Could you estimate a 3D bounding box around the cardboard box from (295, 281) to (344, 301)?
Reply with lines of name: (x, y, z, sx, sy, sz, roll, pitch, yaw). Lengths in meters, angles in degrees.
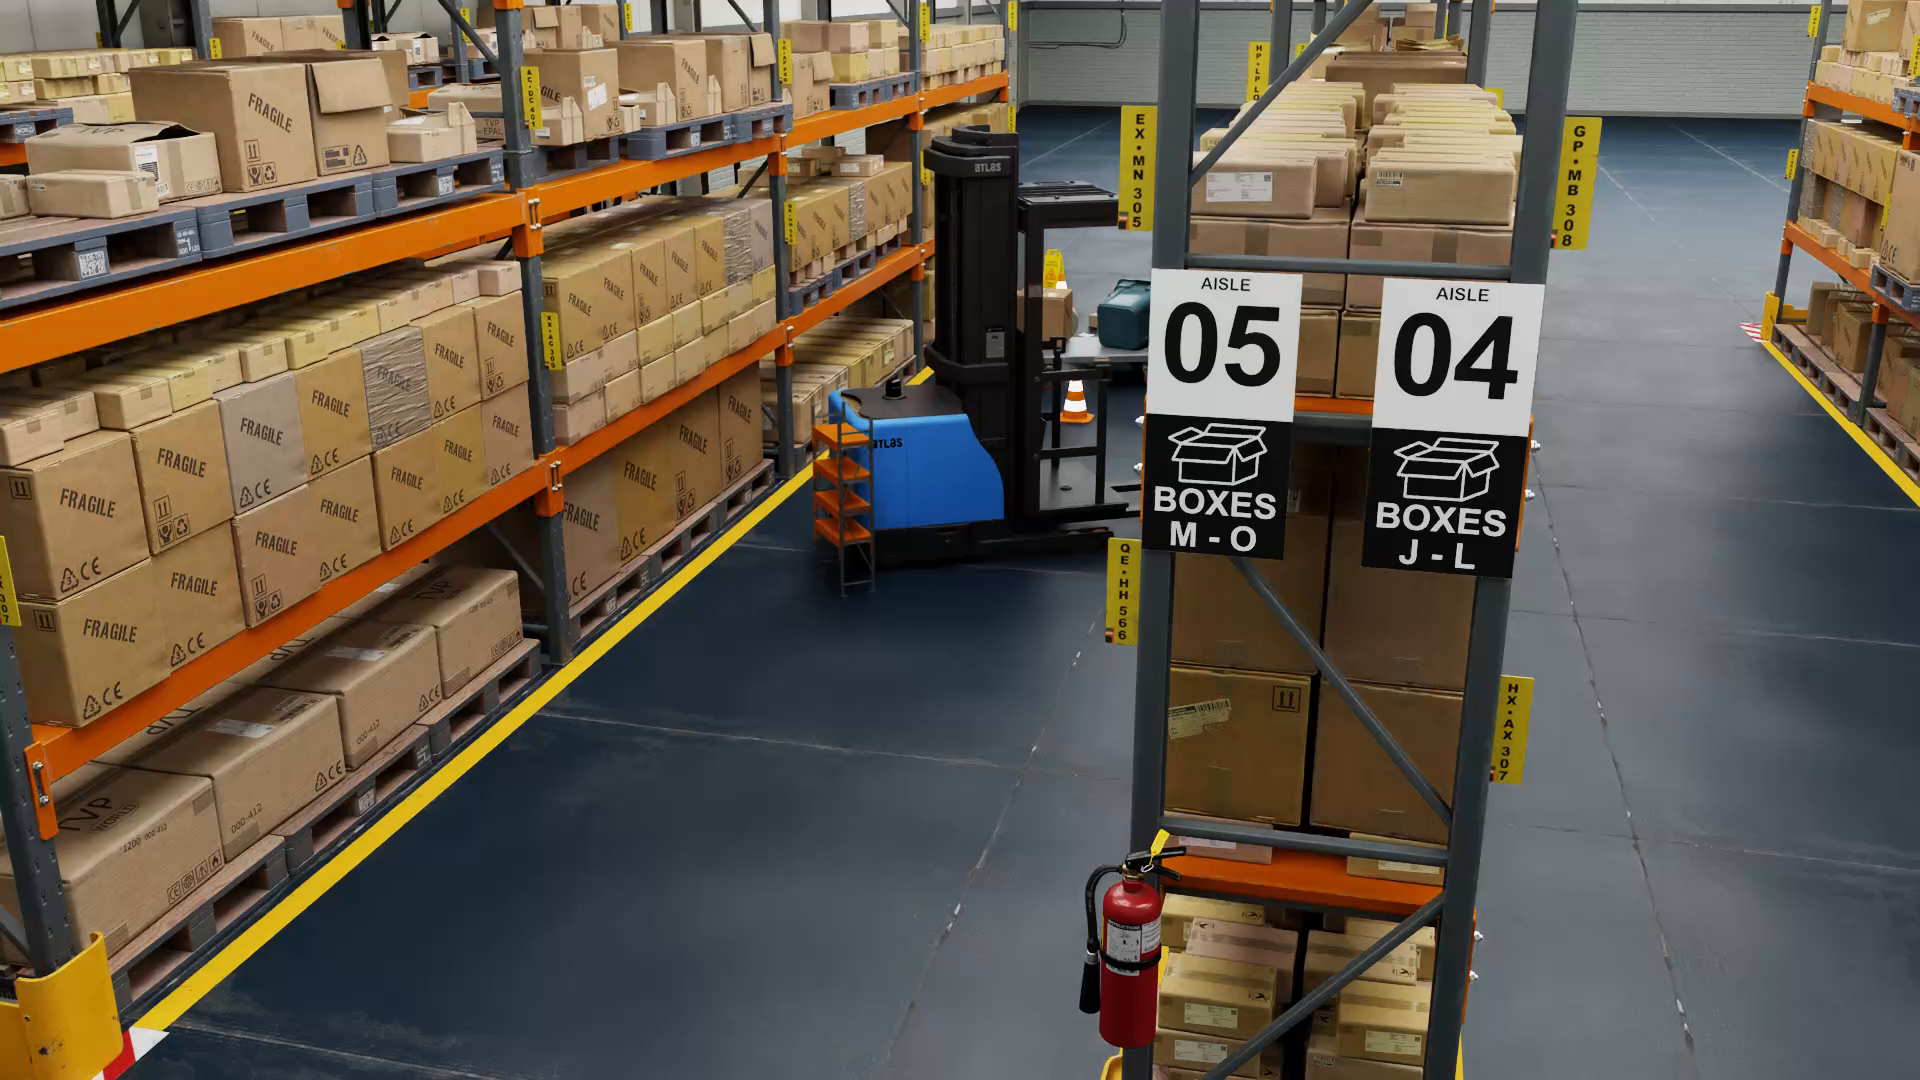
cardboard box: (-3.356, -1.225, 8.428, 0.380, 0.149, 0.250, 5, 19, 13)

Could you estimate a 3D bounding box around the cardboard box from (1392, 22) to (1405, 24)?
cardboard box: (4.576, -5.045, 16.644, 0.500, 0.250, 0.500, 4, 19, 13)

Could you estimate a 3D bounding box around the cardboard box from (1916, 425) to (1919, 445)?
cardboard box: (8.284, -0.950, 13.514, 0.700, 0.500, 0.500, 3, 19, 9)

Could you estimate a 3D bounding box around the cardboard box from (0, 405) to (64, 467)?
cardboard box: (-3.461, -0.377, 5.946, 0.380, 0.149, 0.250, 5, 20, 15)

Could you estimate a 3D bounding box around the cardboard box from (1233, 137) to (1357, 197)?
cardboard box: (1.022, -1.152, 5.121, 0.380, 0.149, 0.250, 4, 19, 12)

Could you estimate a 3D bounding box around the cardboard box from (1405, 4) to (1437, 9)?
cardboard box: (5.040, -5.749, 18.088, 0.380, 0.149, 0.250, 5, 19, 14)

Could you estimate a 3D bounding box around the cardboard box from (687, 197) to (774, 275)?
cardboard box: (-1.734, -2.305, 12.595, 0.500, 0.500, 0.500, 4, 19, 12)

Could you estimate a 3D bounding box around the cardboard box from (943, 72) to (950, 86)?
cardboard box: (-0.323, -4.923, 17.707, 0.380, 0.149, 0.250, 4, 19, 12)

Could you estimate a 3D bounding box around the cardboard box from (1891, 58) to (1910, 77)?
cardboard box: (8.656, -4.263, 15.001, 0.380, 0.149, 0.250, 4, 19, 11)

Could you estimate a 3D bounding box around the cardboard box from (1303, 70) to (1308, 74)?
cardboard box: (2.566, -2.917, 11.292, 0.500, 0.500, 0.500, 5, 19, 13)

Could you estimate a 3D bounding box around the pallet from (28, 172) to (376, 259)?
pallet: (-3.349, -1.455, 7.302, 1.003, 0.211, 1.213, 5, 19, 13)

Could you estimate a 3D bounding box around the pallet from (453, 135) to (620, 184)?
pallet: (-2.662, -2.334, 10.036, 0.805, 0.209, 1.217, 4, 19, 11)

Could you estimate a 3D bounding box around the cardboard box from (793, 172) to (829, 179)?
cardboard box: (-1.532, -3.173, 15.572, 0.500, 0.500, 0.500, 5, 19, 13)

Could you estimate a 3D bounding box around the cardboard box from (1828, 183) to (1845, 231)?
cardboard box: (9.372, -3.391, 16.859, 0.875, 0.500, 0.500, 5, 19, 13)

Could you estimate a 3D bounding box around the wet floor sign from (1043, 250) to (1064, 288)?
wet floor sign: (1.177, -3.336, 20.956, 0.267, 0.644, 0.232, 12, 22, 32)

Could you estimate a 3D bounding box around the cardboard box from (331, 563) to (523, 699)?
cardboard box: (-3.096, 0.488, 9.432, 0.875, 0.438, 0.875, 4, 19, 13)

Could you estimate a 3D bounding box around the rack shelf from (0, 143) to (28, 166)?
rack shelf: (-7.164, -2.811, 12.248, 1.077, 0.370, 4.000, 5, 19, 13)

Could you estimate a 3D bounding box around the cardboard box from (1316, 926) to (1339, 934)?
cardboard box: (1.625, 1.585, 6.668, 0.380, 0.149, 0.250, 5, 19, 14)

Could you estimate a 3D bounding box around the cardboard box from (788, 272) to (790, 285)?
cardboard box: (-1.602, -2.135, 13.536, 0.380, 0.149, 0.250, 4, 19, 10)

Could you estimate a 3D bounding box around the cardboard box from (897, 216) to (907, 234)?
cardboard box: (-0.742, -3.118, 16.415, 0.380, 0.149, 0.250, 5, 19, 14)

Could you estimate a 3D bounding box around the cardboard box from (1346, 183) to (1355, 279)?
cardboard box: (0.998, -1.011, 5.324, 0.500, 0.250, 0.500, 4, 19, 12)

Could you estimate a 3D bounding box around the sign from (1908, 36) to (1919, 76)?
sign: (8.198, -4.143, 14.237, 0.100, 0.325, 0.005, 5, 19, 13)

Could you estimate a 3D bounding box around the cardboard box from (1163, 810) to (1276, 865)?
cardboard box: (0.814, 0.893, 5.320, 0.380, 0.149, 0.250, 5, 19, 13)

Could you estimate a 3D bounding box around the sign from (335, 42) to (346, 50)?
sign: (-3.367, -2.567, 9.134, 0.100, 0.325, 0.005, 5, 19, 13)

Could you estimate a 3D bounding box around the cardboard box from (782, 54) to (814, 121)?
cardboard box: (-1.620, -3.731, 13.674, 0.700, 0.500, 0.500, 5, 19, 13)

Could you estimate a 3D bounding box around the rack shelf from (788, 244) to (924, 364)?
rack shelf: (-1.373, -2.254, 15.259, 1.077, 0.370, 4.000, 5, 19, 13)

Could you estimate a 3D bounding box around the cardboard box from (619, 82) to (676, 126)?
cardboard box: (-2.053, -2.814, 10.702, 0.396, 0.266, 0.258, 6, 20, 18)

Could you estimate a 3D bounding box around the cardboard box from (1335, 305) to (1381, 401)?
cardboard box: (1.366, -0.570, 4.807, 0.500, 0.250, 0.500, 5, 20, 15)

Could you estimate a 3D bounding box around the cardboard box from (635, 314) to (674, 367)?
cardboard box: (-2.208, -1.317, 10.861, 0.500, 0.250, 0.500, 5, 19, 14)

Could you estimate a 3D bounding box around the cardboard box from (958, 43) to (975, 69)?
cardboard box: (-0.138, -5.304, 18.206, 0.500, 0.250, 0.500, 5, 19, 14)

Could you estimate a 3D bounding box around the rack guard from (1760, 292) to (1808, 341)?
rack guard: (9.684, -2.486, 18.692, 1.175, 0.500, 0.348, 5, 19, 13)

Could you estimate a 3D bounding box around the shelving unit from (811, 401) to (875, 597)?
shelving unit: (-0.783, -0.277, 11.140, 0.258, 1.200, 0.503, -8, 21, -24)

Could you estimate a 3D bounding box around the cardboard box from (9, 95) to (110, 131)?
cardboard box: (-6.810, -3.212, 12.543, 0.500, 0.250, 0.500, 5, 19, 13)

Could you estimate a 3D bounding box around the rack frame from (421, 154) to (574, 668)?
rack frame: (-2.839, -0.714, 9.637, 1.000, 3.000, 0.127, 5, 19, 13)

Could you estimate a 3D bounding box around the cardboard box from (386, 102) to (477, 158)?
cardboard box: (-2.684, -2.090, 8.430, 0.396, 0.266, 0.258, 5, 20, 15)

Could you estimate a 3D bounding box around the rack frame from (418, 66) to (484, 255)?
rack frame: (-5.698, -3.612, 18.122, 1.000, 3.000, 0.127, 5, 19, 13)

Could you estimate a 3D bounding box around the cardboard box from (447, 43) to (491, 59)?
cardboard box: (-5.294, -5.275, 17.936, 0.380, 0.149, 0.250, 5, 20, 15)

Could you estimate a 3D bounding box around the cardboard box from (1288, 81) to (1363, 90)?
cardboard box: (1.680, -2.056, 7.768, 0.380, 0.149, 0.250, 4, 19, 12)

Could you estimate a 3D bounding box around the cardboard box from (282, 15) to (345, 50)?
cardboard box: (-6.013, -4.598, 15.409, 0.500, 0.500, 0.500, 5, 20, 15)

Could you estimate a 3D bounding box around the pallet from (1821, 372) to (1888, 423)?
pallet: (8.856, -1.332, 15.762, 1.003, 0.211, 1.213, 5, 19, 13)

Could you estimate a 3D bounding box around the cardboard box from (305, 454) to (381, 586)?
cardboard box: (-3.076, -0.112, 7.721, 0.500, 0.500, 0.500, 5, 20, 15)

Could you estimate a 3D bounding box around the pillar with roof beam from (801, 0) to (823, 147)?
pillar with roof beam: (1.342, -10.979, 30.409, 9.100, 9.000, 0.400, 5, 19, 13)

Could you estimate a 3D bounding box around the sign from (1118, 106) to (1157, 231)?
sign: (0.476, -0.990, 4.433, 0.100, 0.325, 0.005, 5, 19, 13)

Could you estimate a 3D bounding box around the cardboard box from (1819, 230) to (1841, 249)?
cardboard box: (8.942, -3.041, 16.838, 0.380, 0.149, 0.250, 5, 19, 13)

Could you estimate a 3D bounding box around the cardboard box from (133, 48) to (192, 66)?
cardboard box: (-6.473, -3.905, 13.495, 0.380, 0.149, 0.250, 5, 20, 15)

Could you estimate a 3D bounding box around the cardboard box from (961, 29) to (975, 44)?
cardboard box: (-0.045, -5.540, 18.282, 0.380, 0.149, 0.250, 5, 20, 15)

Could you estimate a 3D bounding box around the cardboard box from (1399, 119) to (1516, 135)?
cardboard box: (1.703, -1.356, 5.719, 0.380, 0.149, 0.250, 5, 20, 15)

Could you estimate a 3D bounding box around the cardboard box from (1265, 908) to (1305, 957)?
cardboard box: (1.152, 1.482, 6.510, 0.380, 0.149, 0.250, 4, 19, 13)

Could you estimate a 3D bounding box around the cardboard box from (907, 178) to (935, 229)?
cardboard box: (-0.506, -3.525, 17.253, 0.500, 0.500, 0.500, 5, 19, 13)

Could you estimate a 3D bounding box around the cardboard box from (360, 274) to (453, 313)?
cardboard box: (-2.845, -1.268, 8.555, 0.380, 0.149, 0.250, 5, 19, 13)

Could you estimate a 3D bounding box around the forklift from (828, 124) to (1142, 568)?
forklift: (0.608, -1.441, 11.873, 3.031, 2.935, 1.130, -5, 20, -15)

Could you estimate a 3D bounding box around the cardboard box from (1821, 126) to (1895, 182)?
cardboard box: (9.055, -3.890, 16.773, 0.500, 0.500, 0.500, 5, 19, 13)
